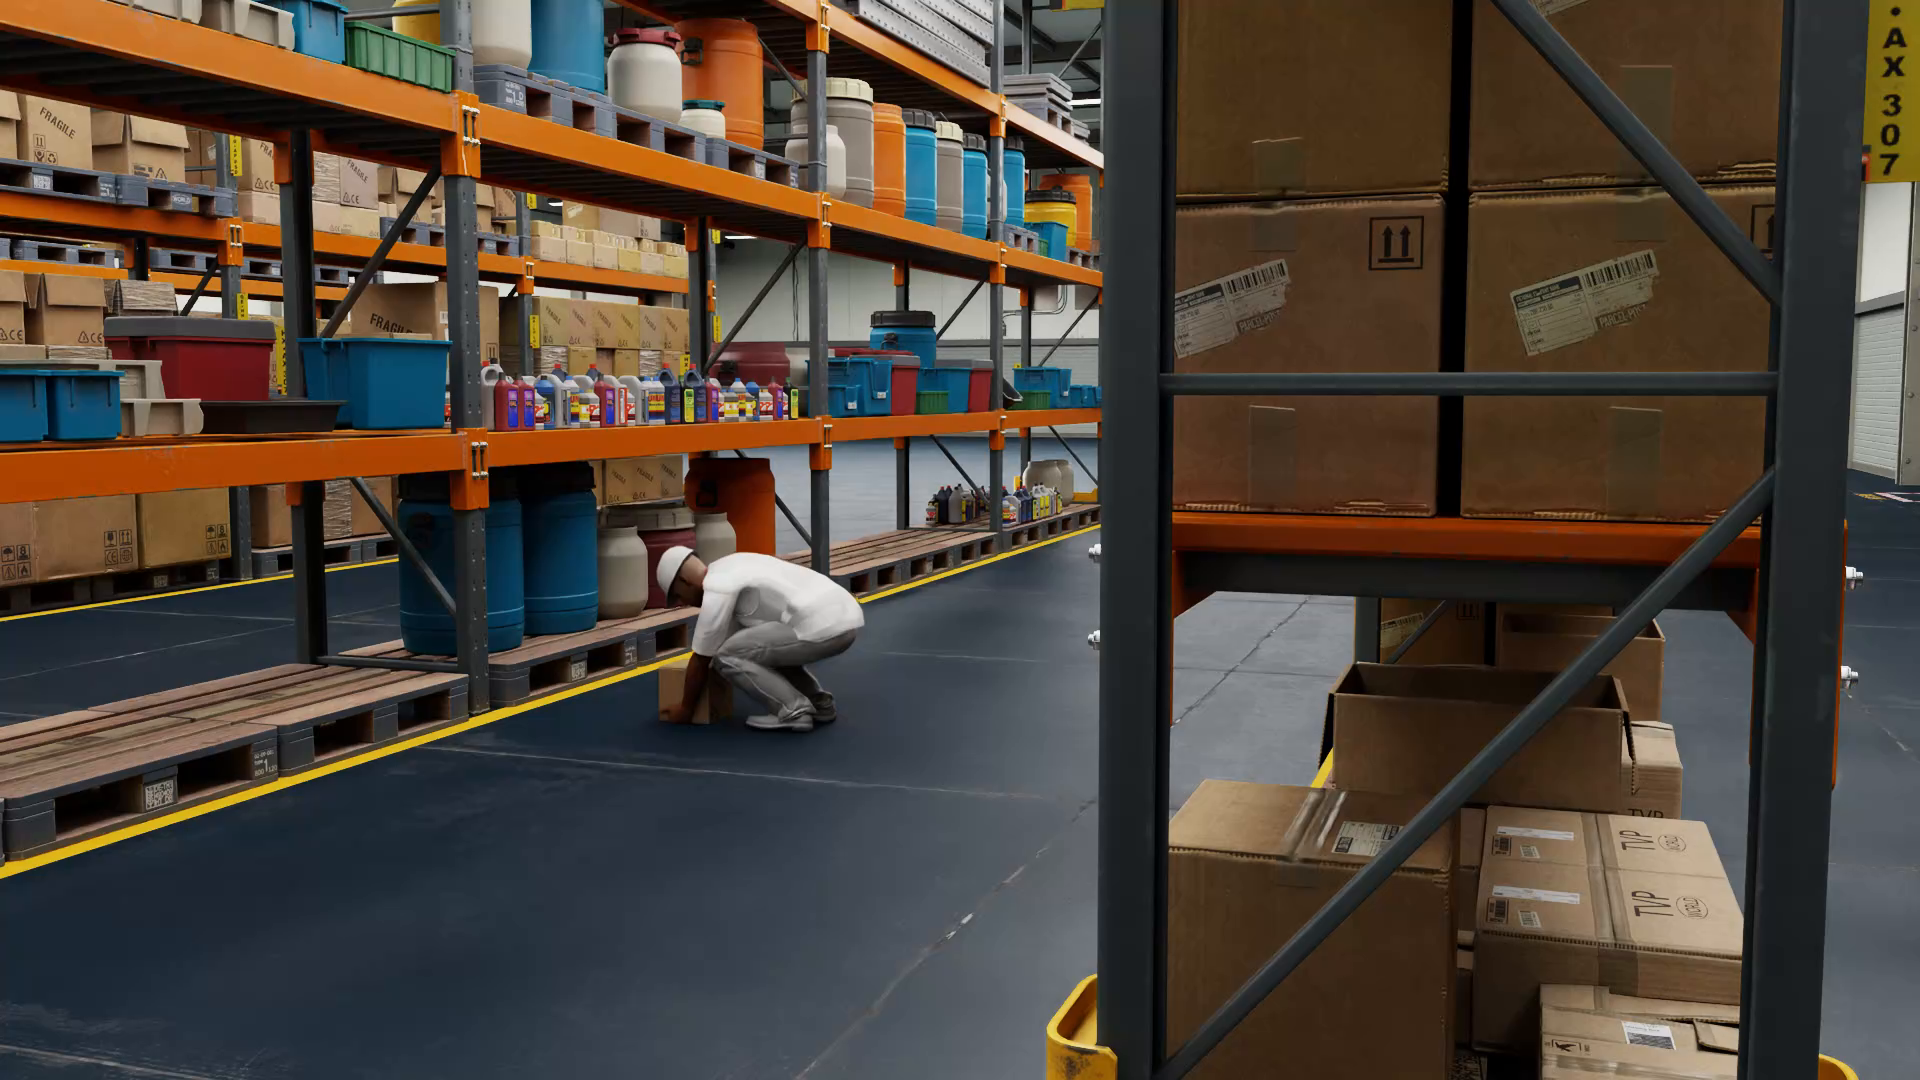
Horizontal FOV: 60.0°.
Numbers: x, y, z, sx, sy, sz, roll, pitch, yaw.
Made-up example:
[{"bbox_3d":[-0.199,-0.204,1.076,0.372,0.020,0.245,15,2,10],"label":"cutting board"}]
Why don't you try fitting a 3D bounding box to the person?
[{"bbox_3d":[-0.919,0.464,7.482,0.944,0.860,0.534,2,5,18],"label":"person"}]
